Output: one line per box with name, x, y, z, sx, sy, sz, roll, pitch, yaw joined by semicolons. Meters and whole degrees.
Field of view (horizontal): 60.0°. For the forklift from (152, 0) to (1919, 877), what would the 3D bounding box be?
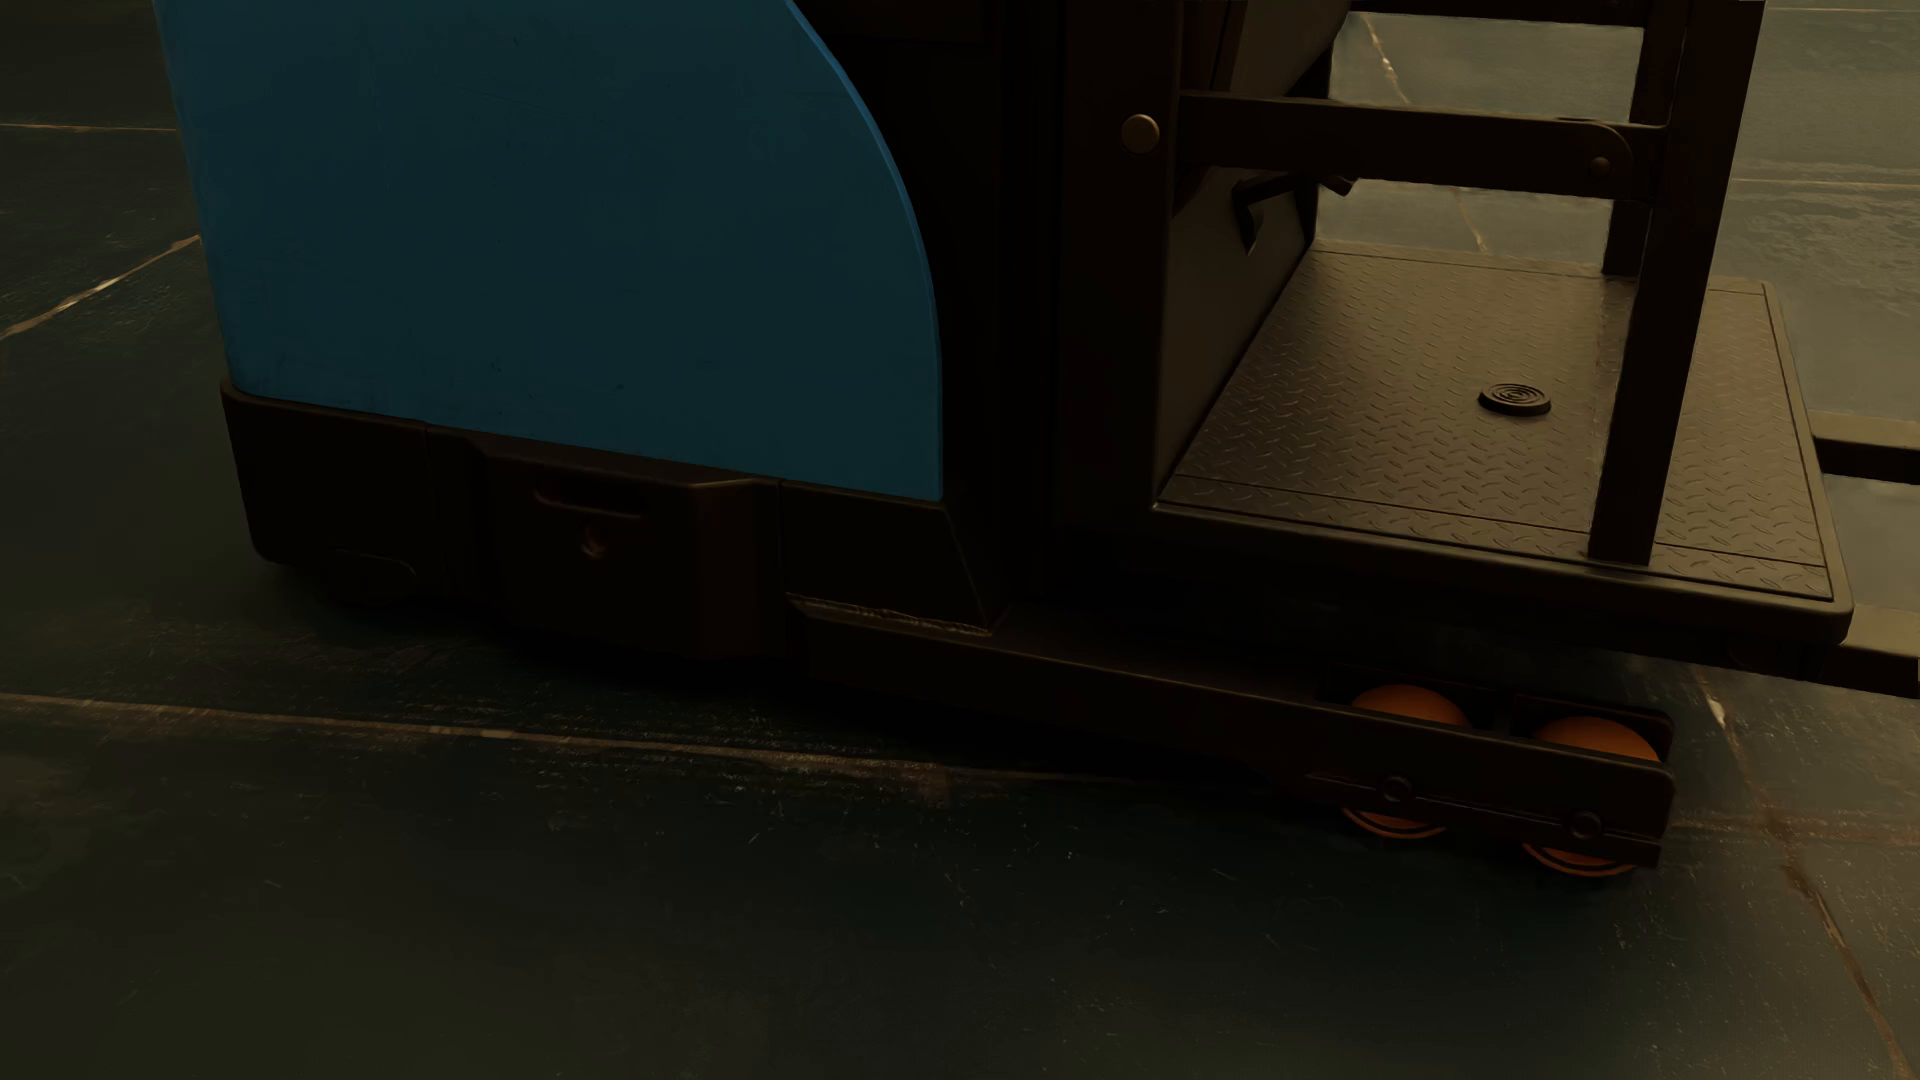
forklift;0.575;-1.220;1.663;3.031;2.935;1.130;9;28;18
